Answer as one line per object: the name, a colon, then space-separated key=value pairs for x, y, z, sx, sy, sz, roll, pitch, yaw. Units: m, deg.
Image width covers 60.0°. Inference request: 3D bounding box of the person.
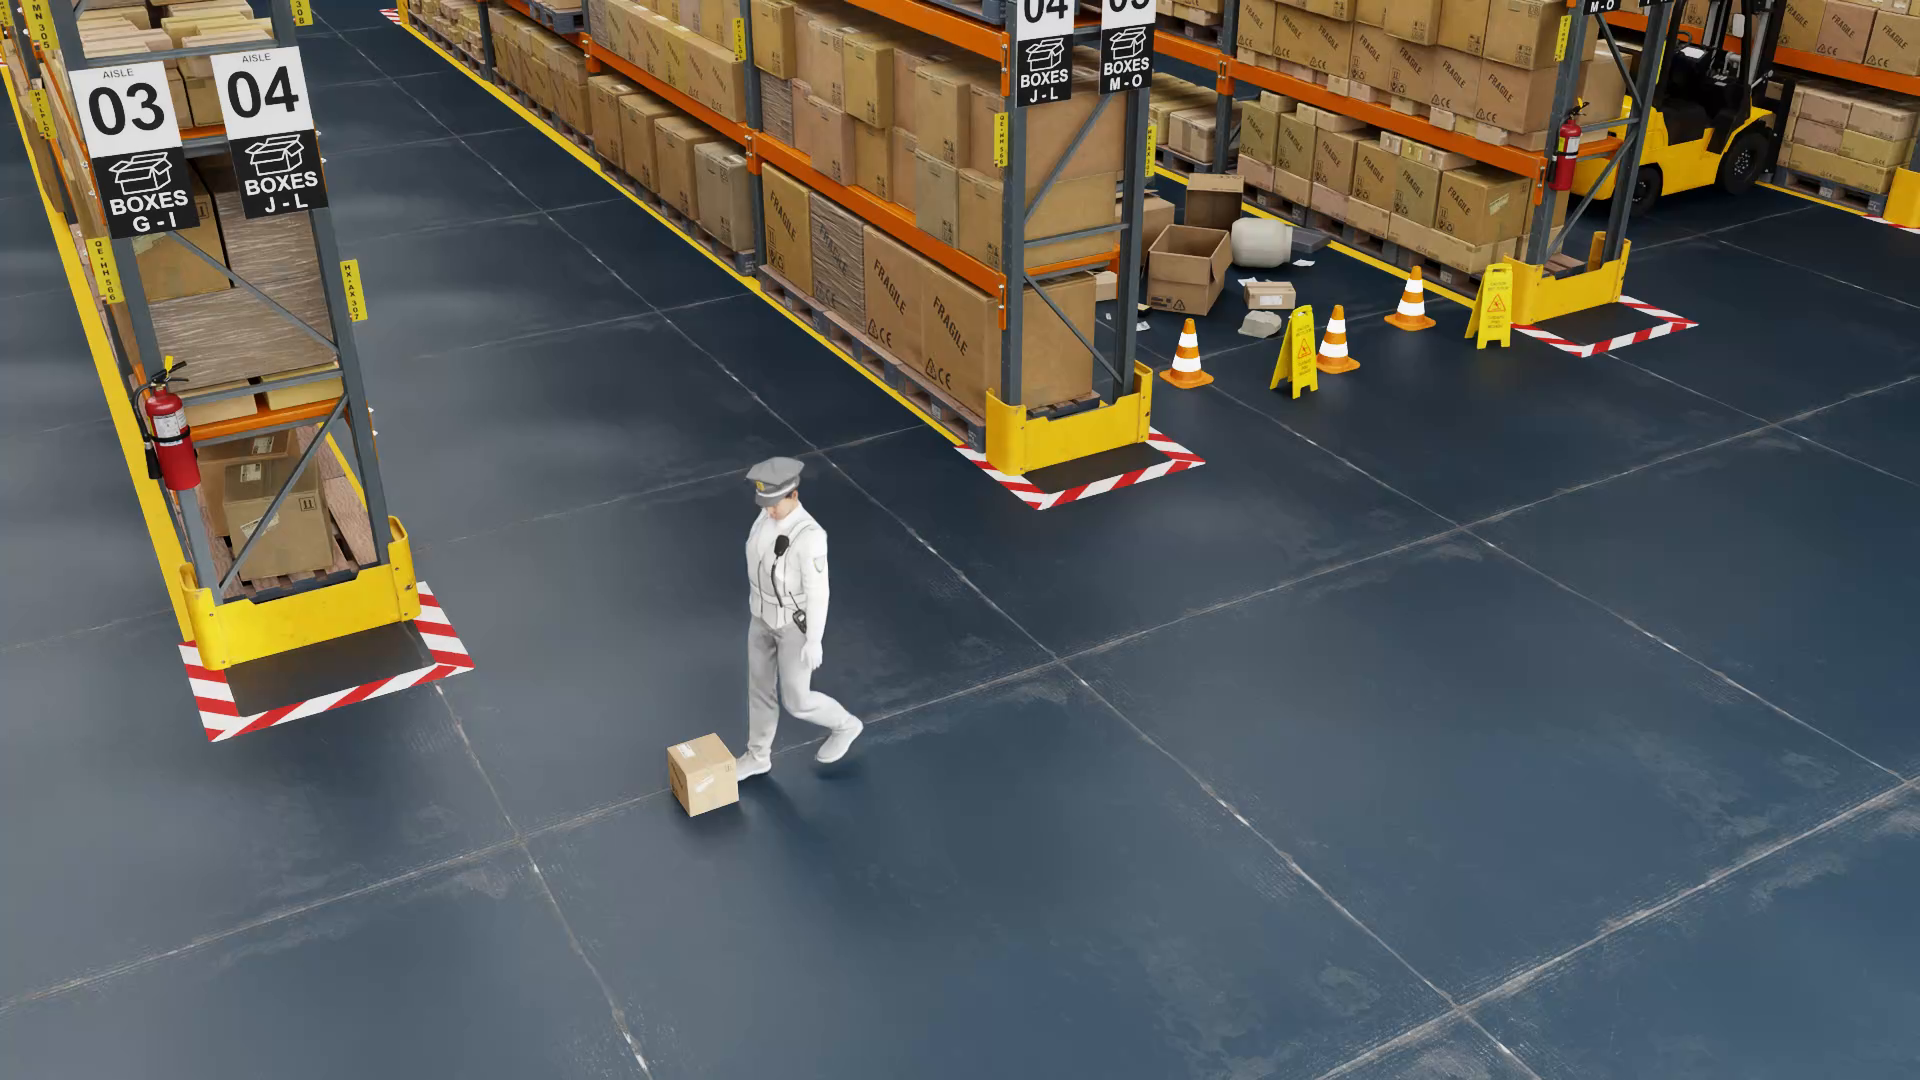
person: x=-0.840 y=0.395 z=7.821 sx=0.718 sy=1.643 sz=0.513 roll=-22 pitch=36 yaw=-34
